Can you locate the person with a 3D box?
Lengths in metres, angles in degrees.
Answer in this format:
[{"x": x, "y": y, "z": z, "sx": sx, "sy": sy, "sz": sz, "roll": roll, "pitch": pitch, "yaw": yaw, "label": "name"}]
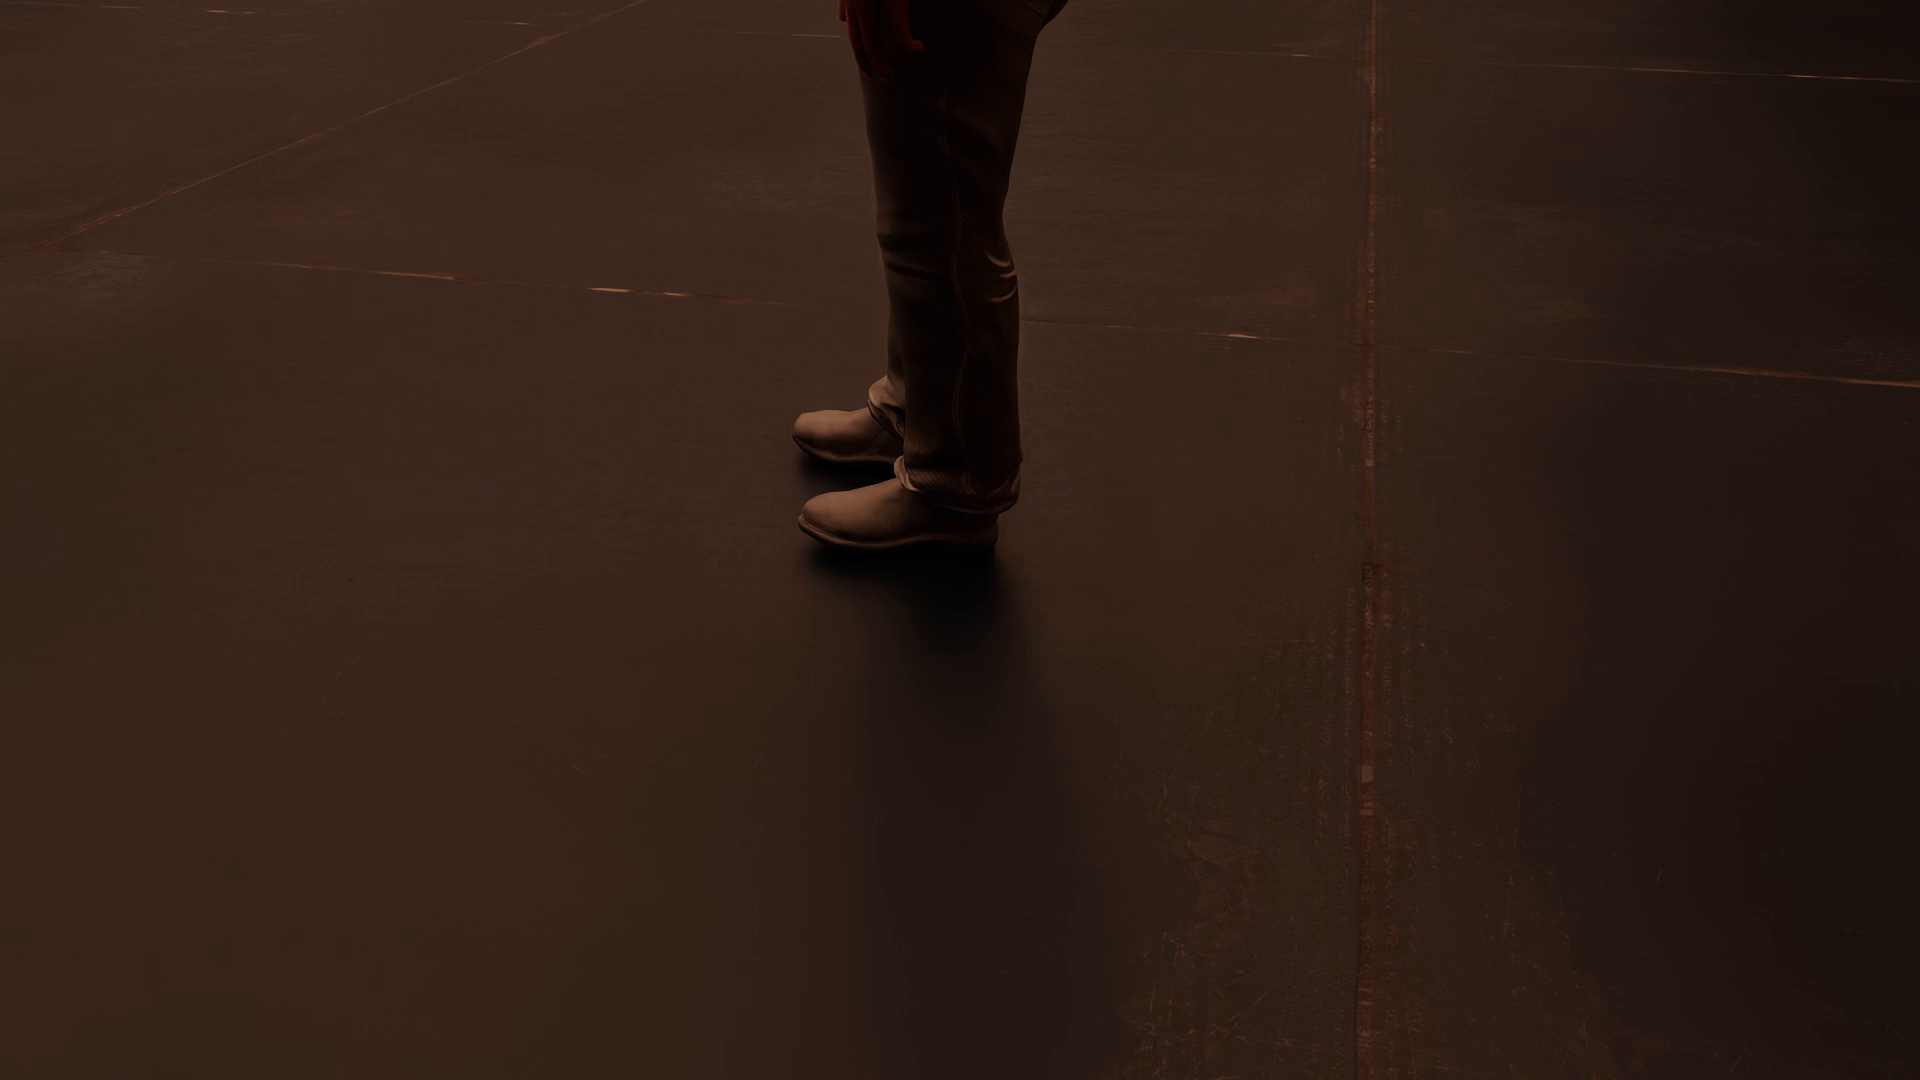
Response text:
[{"x": -0.058, "y": -0.808, "z": 2.116, "sx": 0.568, "sy": 1.773, "sz": 0.632, "roll": 6, "pitch": 27, "yaw": 11, "label": "person"}]
